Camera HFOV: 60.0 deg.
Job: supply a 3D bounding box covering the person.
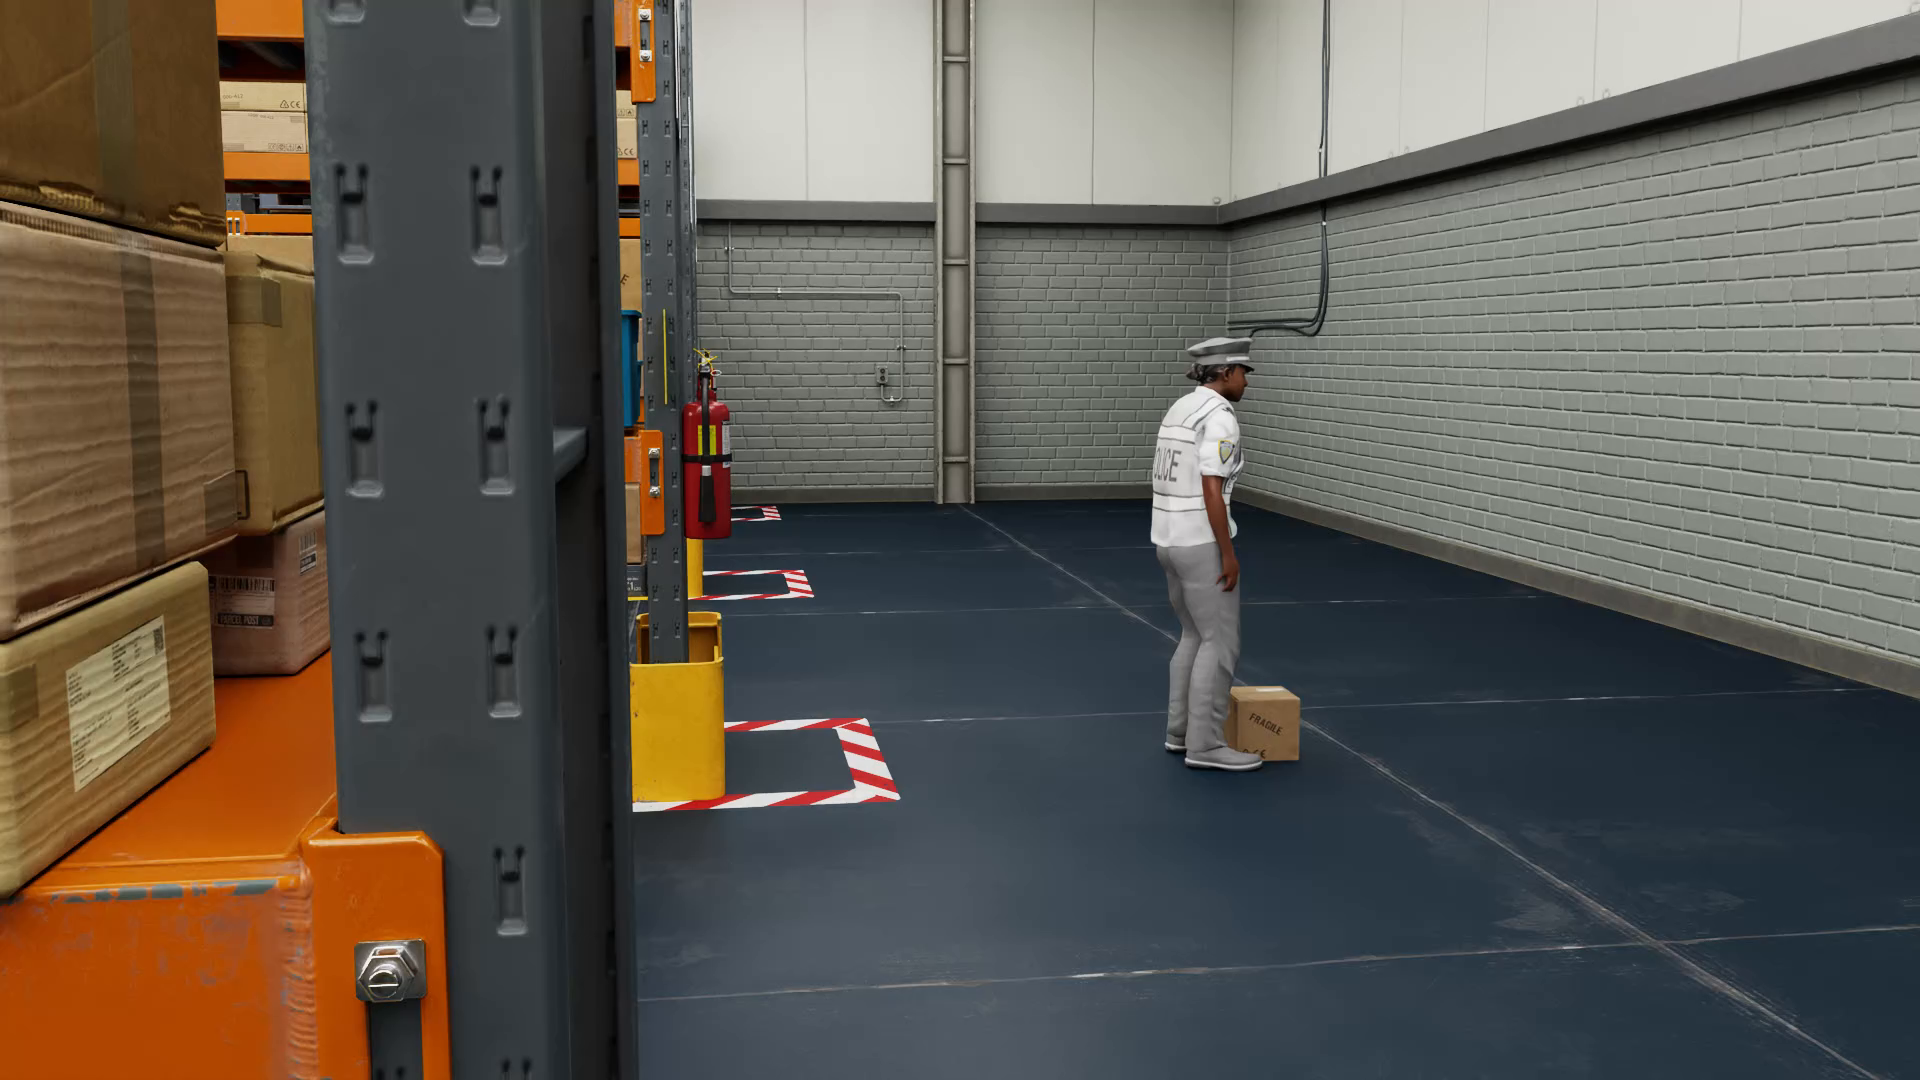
[{"bbox_3d":[0.962,0.039,6.508,0.395,1.657,0.521,-1,7,-12],"label":"person"}]
